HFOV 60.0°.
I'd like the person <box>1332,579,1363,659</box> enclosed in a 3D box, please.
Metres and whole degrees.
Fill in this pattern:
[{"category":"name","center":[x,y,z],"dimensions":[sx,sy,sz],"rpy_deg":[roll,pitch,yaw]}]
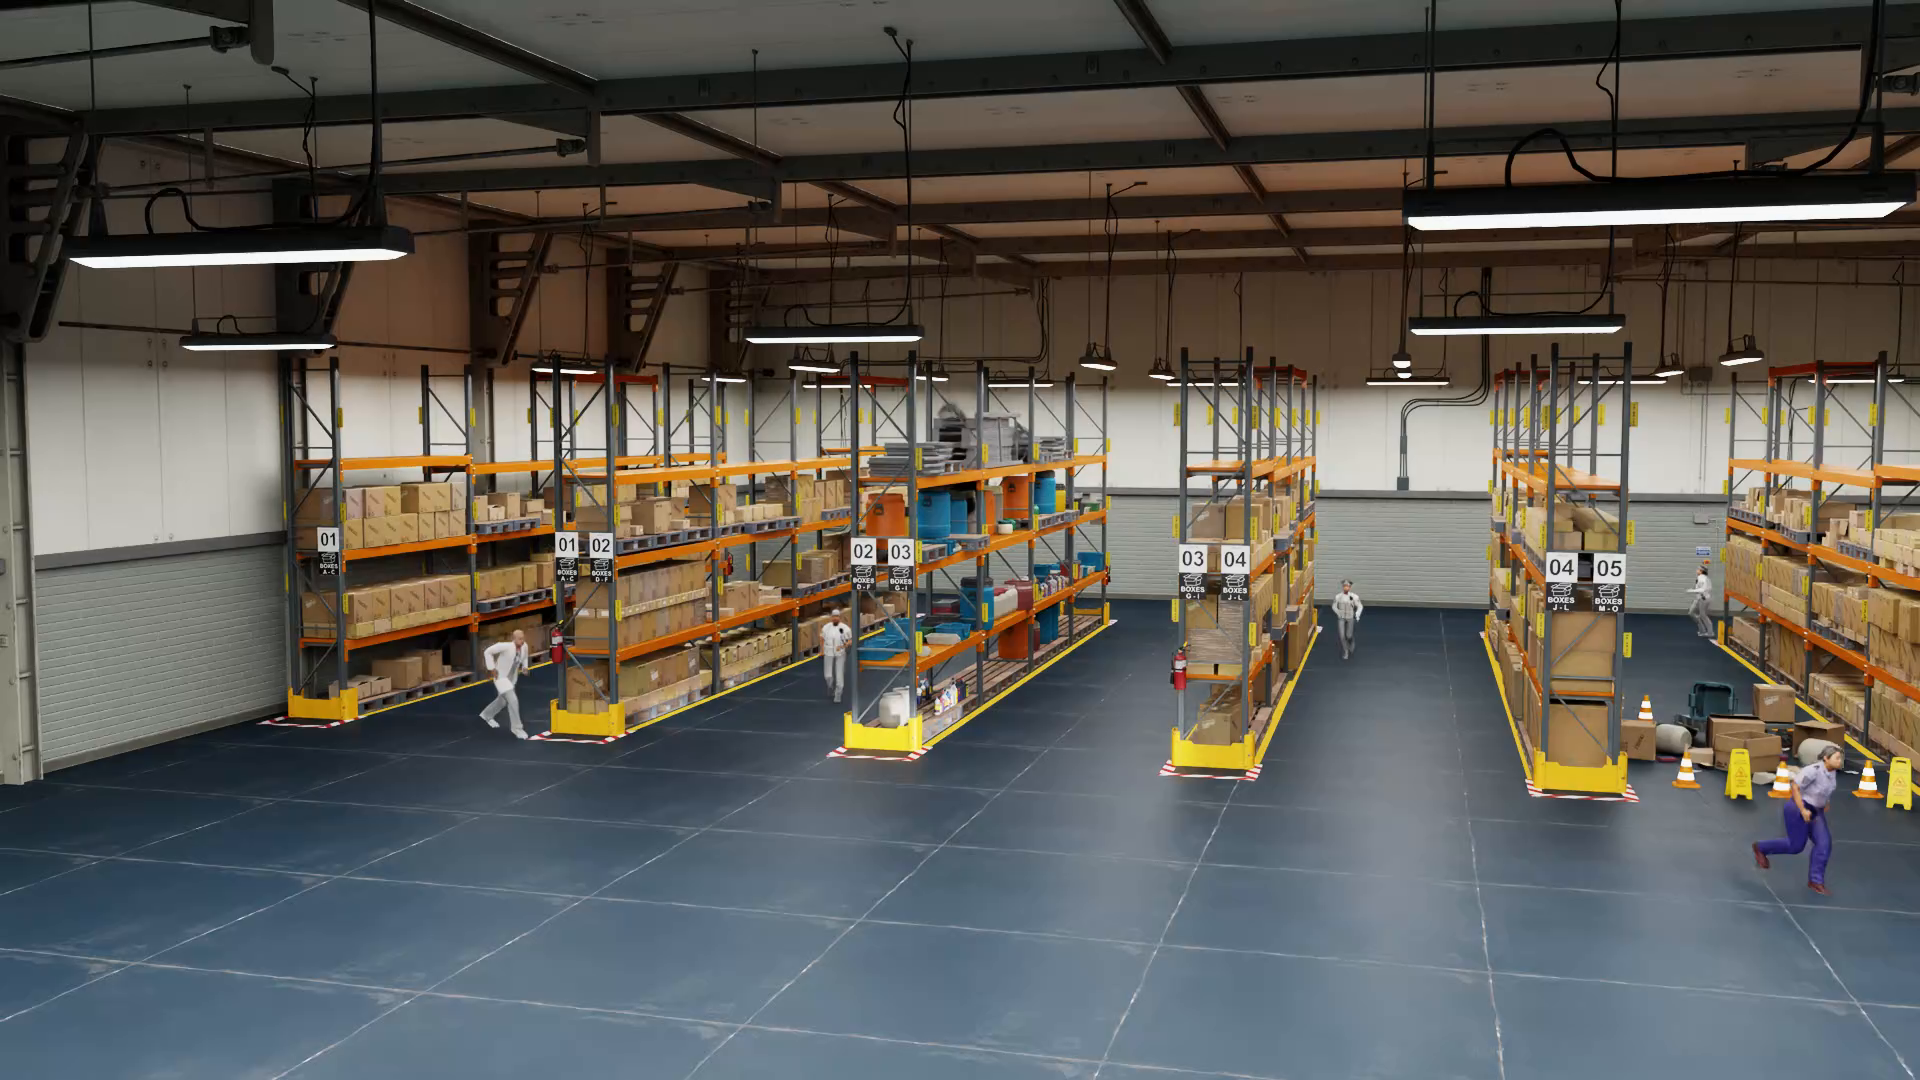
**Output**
[{"category":"person","center":[8.036,1.645,34.595],"dimensions":[0.612,1.658,0.548],"rpy_deg":[2,5,21]}]

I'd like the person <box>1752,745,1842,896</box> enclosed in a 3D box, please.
[{"category":"person","center":[8.957,2.938,17.779],"dimensions":[0.615,1.610,0.896],"rpy_deg":[-3,5,-38]}]

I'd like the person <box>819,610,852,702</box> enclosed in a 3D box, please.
[{"category":"person","center":[-2.207,2.043,29.319],"dimensions":[0.601,1.628,0.539],"rpy_deg":[0,4,2]}]

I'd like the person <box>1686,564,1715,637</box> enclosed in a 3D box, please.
[{"category":"person","center":[16.899,1.388,37.952],"dimensions":[0.634,1.684,0.587],"rpy_deg":[1,4,14]}]

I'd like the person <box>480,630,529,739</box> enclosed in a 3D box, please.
[{"category":"person","center":[-7.214,2.255,26.215],"dimensions":[1.081,1.742,0.753],"rpy_deg":[3,5,36]}]
